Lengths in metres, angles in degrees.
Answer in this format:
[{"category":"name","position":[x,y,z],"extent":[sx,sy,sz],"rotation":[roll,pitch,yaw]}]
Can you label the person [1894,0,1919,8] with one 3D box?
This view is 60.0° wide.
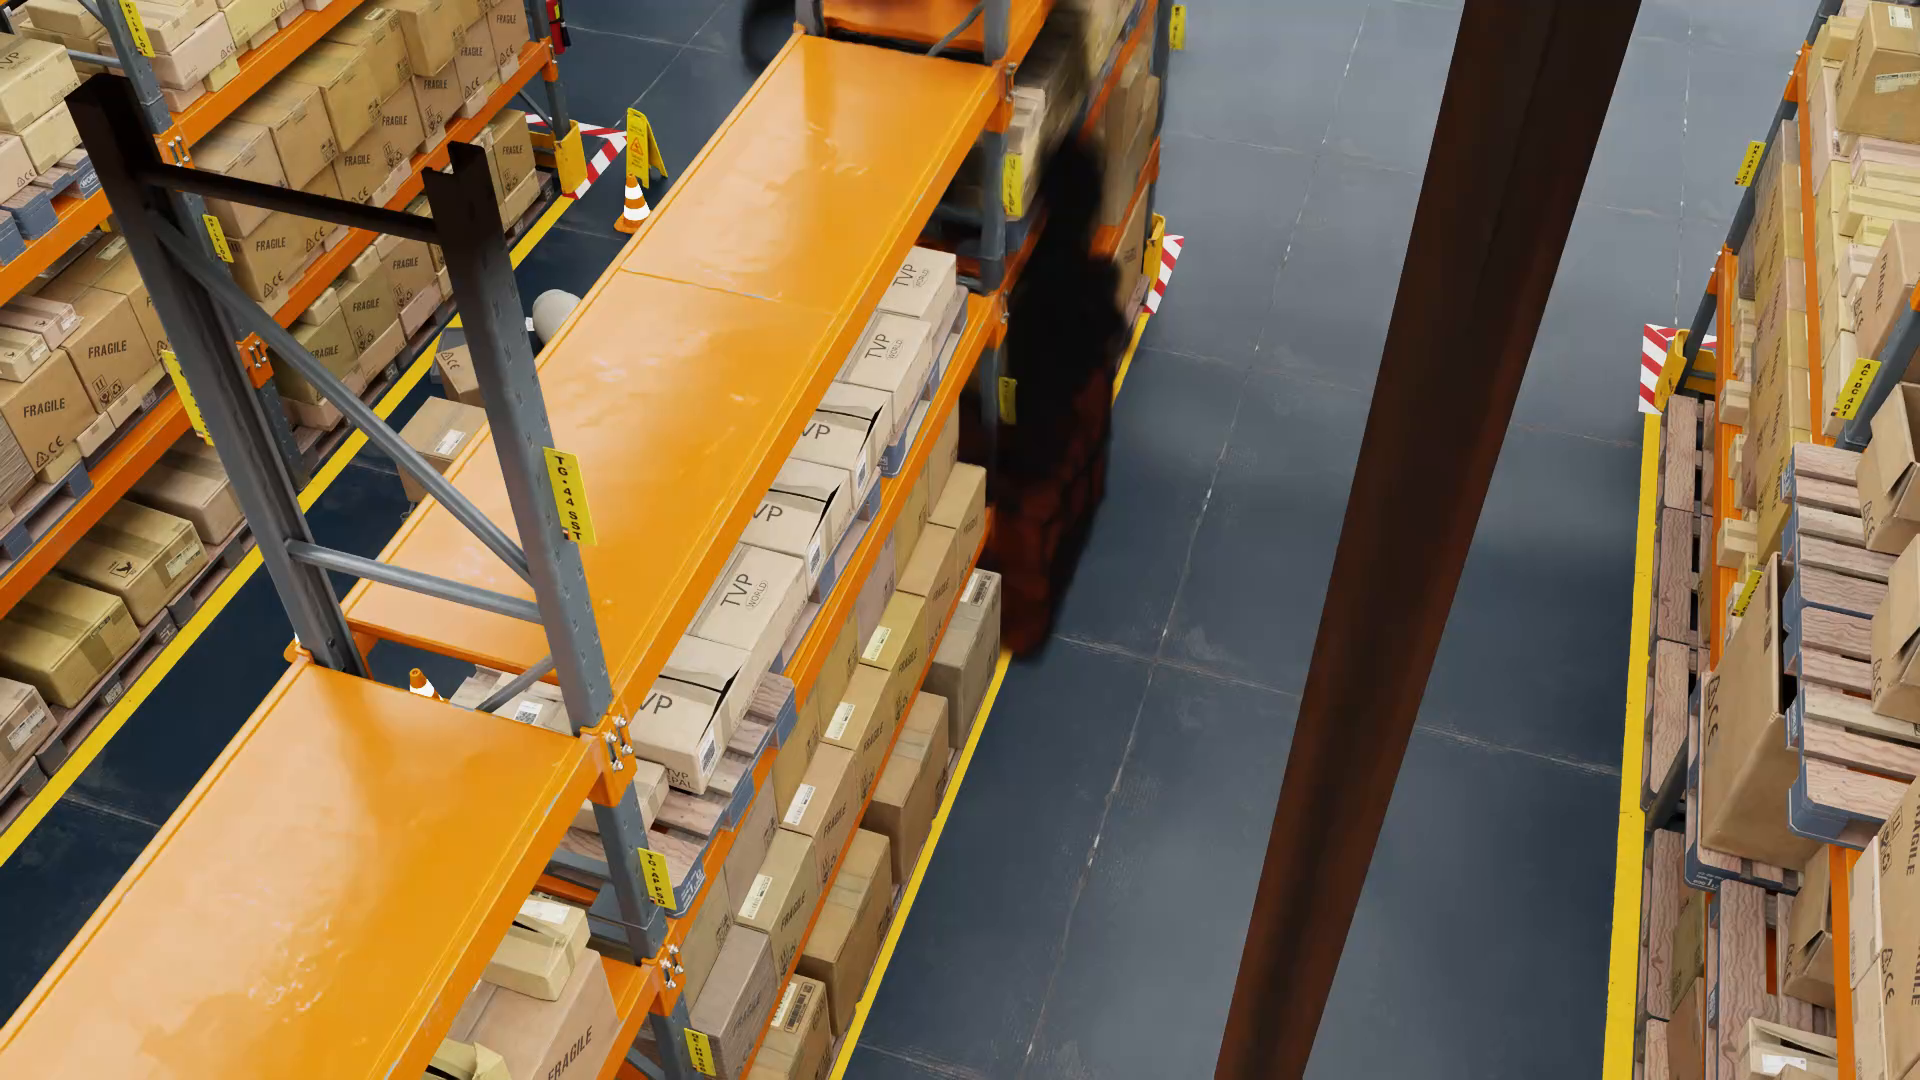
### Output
[{"category":"person","position":[7.717,-3.986,13.855],"extent":[0.765,1.690,0.659],"rotation":[34,55,29]}]
